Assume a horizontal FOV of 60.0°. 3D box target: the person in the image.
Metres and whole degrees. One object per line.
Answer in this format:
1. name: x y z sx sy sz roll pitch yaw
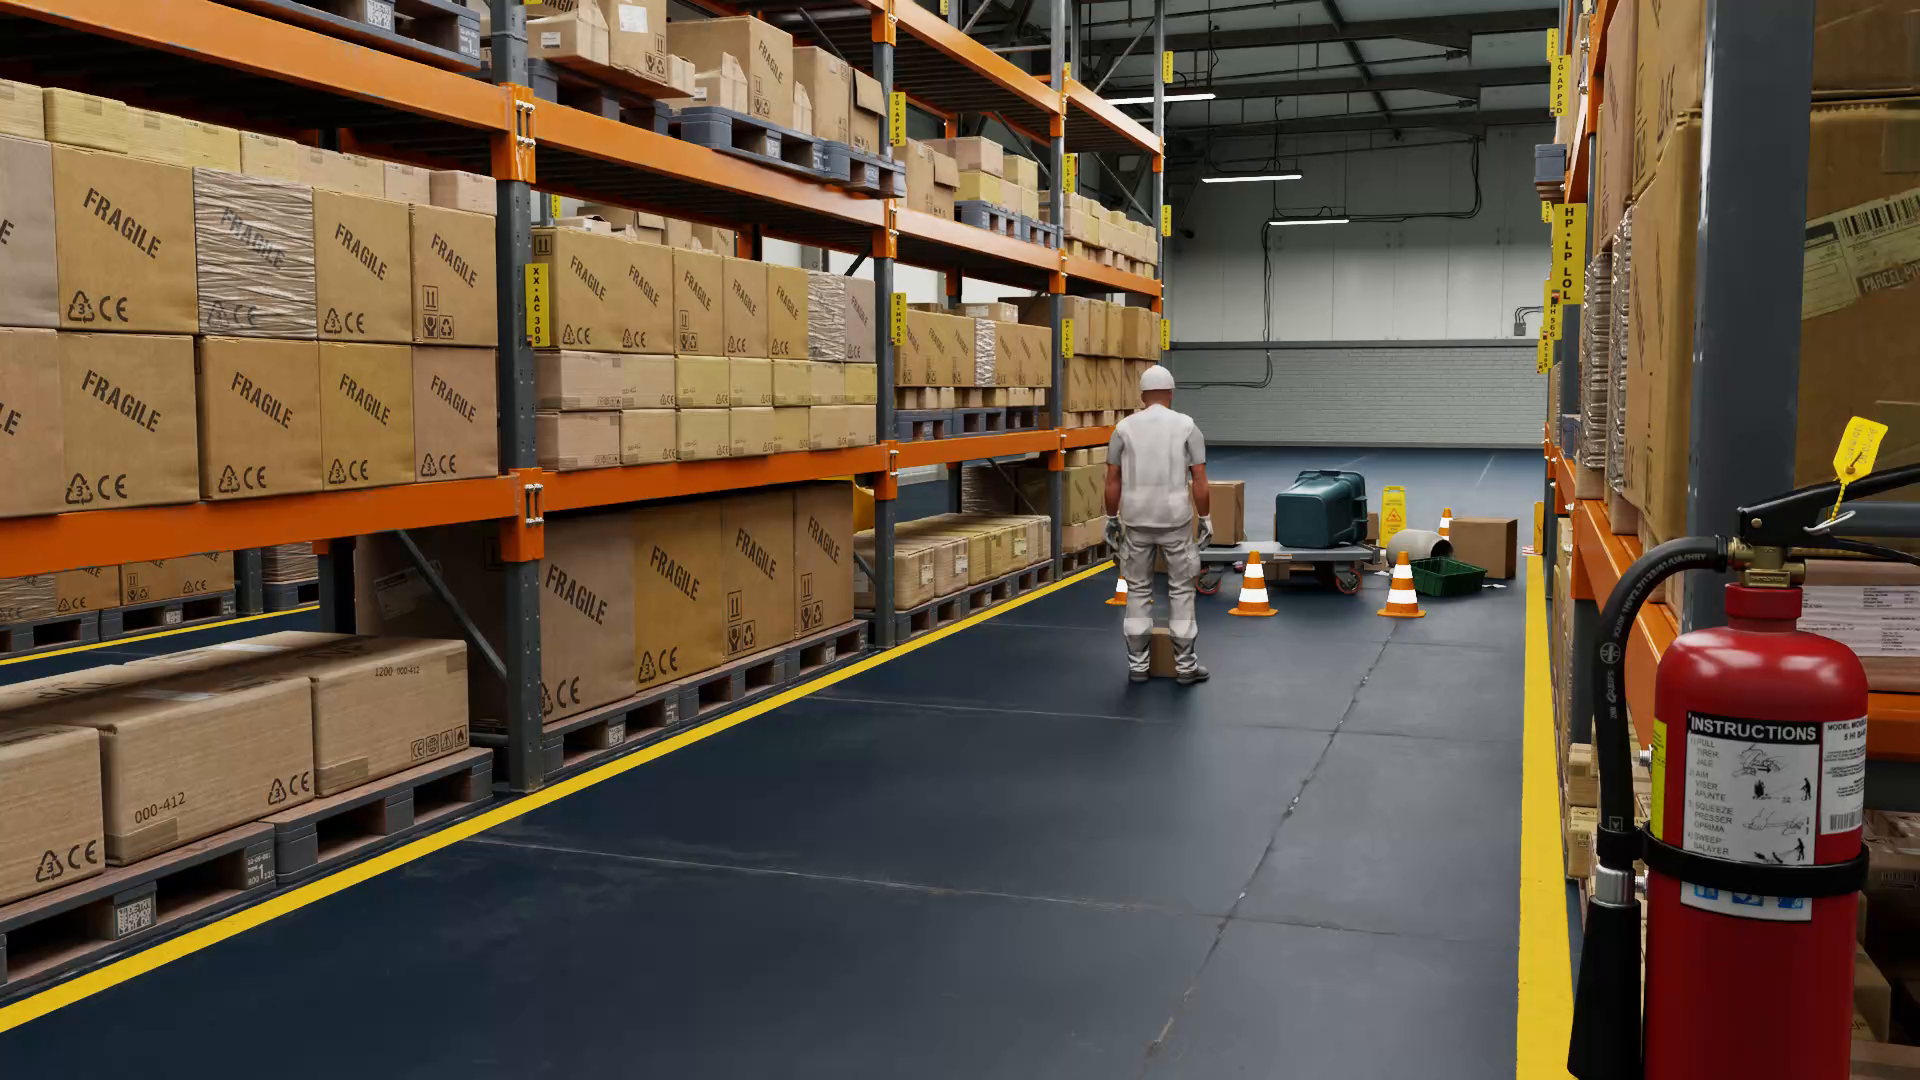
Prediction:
1. person: 15.591 -0.426 13.348 26.309 1.734 16.022 1 5 16
